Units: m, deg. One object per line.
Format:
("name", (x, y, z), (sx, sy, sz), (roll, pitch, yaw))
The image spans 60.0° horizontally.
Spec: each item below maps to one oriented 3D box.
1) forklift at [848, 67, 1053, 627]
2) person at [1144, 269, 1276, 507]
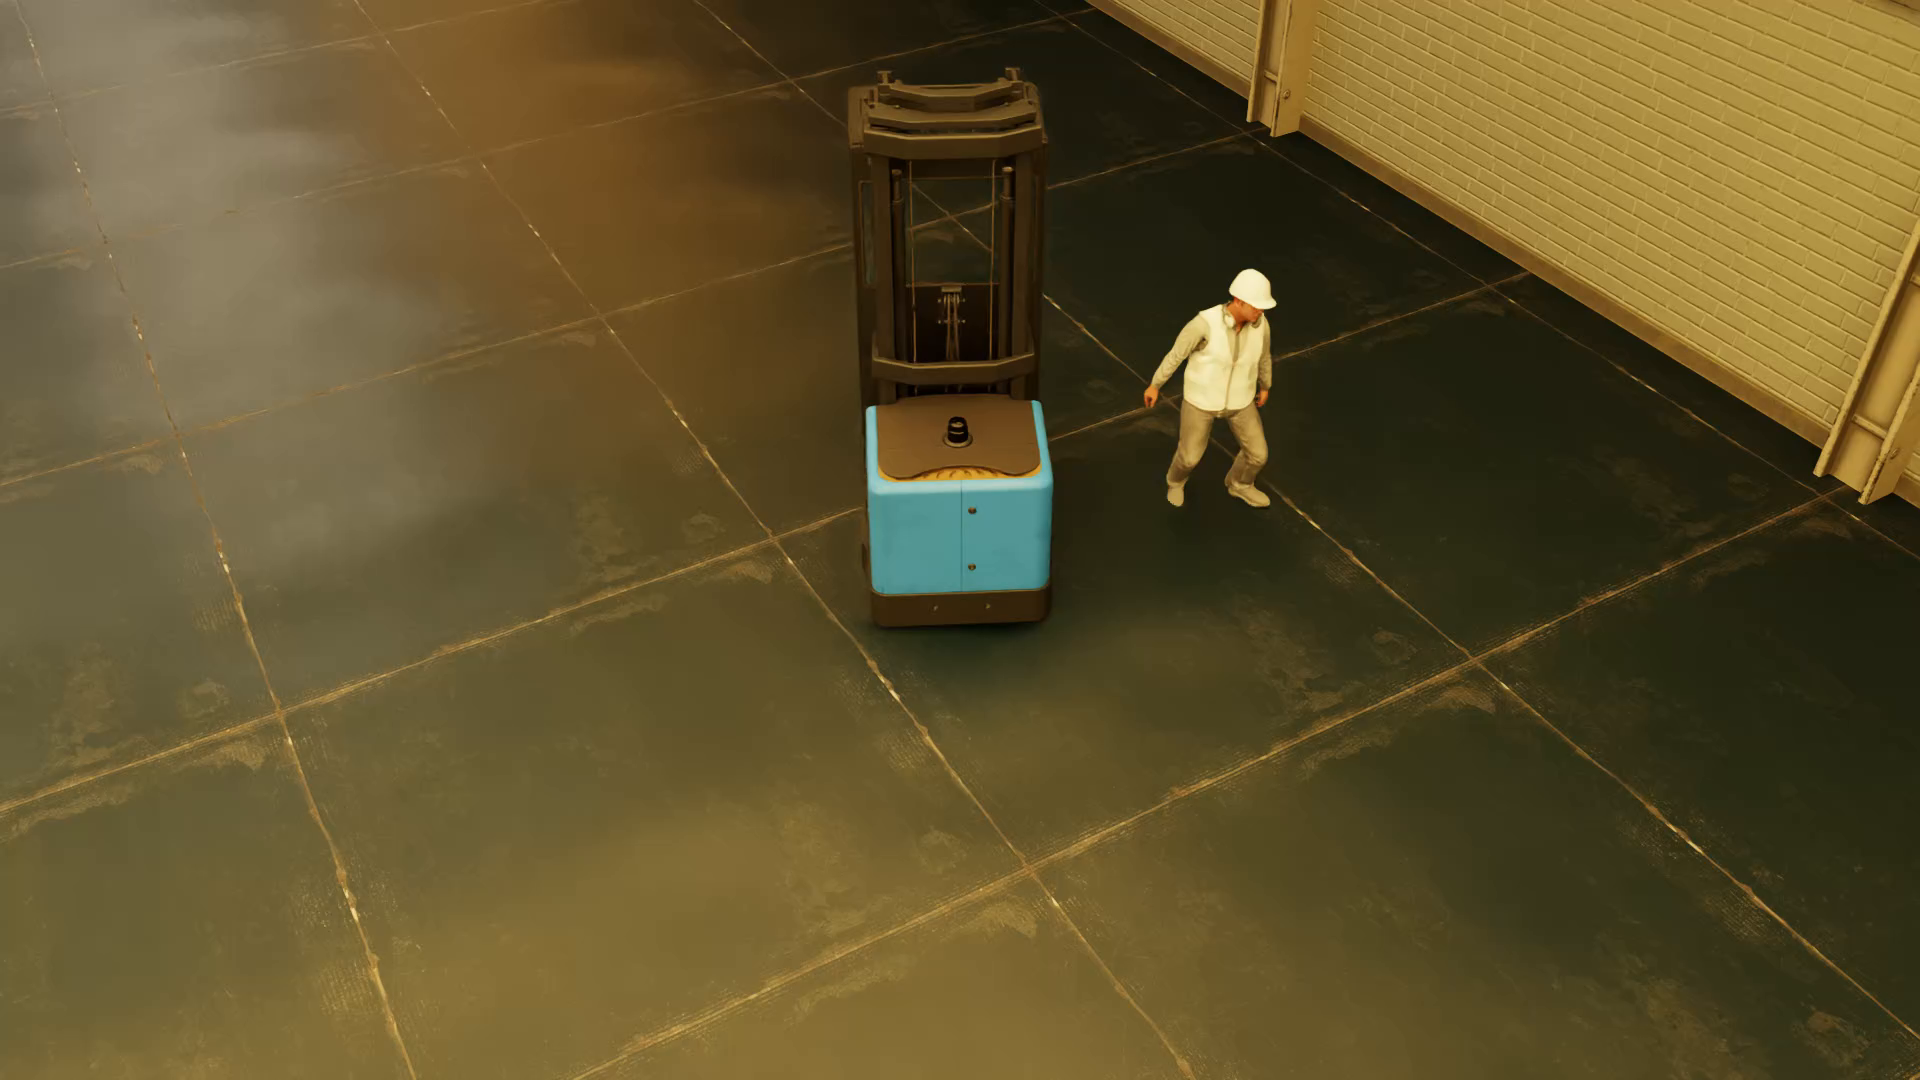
("forklift", (-0.078, -1.551, 9.906), (1.130, 2.935, 3.031), (-2, 40, -3))
("person", (1.542, -0.891, 10.106), (0.845, 1.752, 0.479), (-5, 40, -6))
